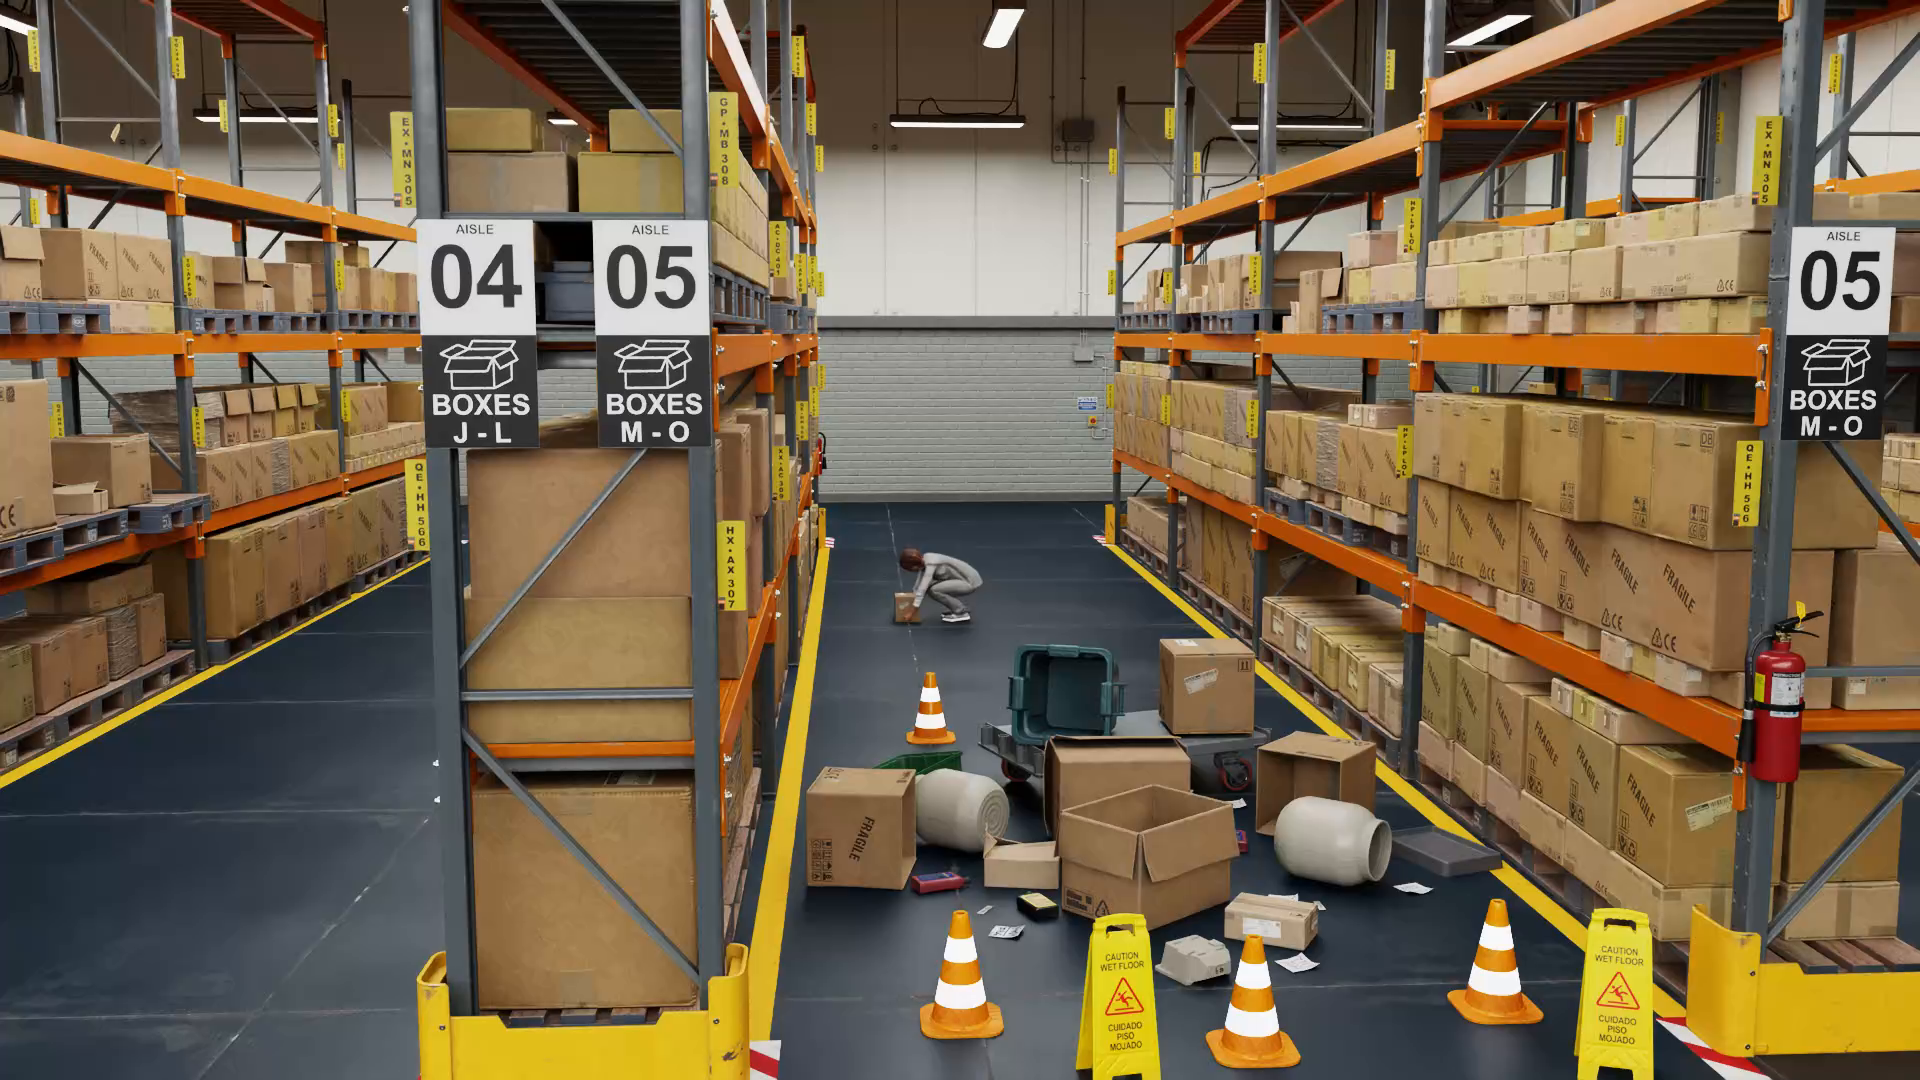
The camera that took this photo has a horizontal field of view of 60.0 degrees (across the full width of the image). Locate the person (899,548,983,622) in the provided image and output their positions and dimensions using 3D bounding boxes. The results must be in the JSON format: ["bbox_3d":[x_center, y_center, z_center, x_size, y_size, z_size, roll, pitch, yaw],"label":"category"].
[{"bbox_3d":[-0.186,0.458,16.388,0.823,0.759,0.437,0,7,-4],"label":"person"}]
